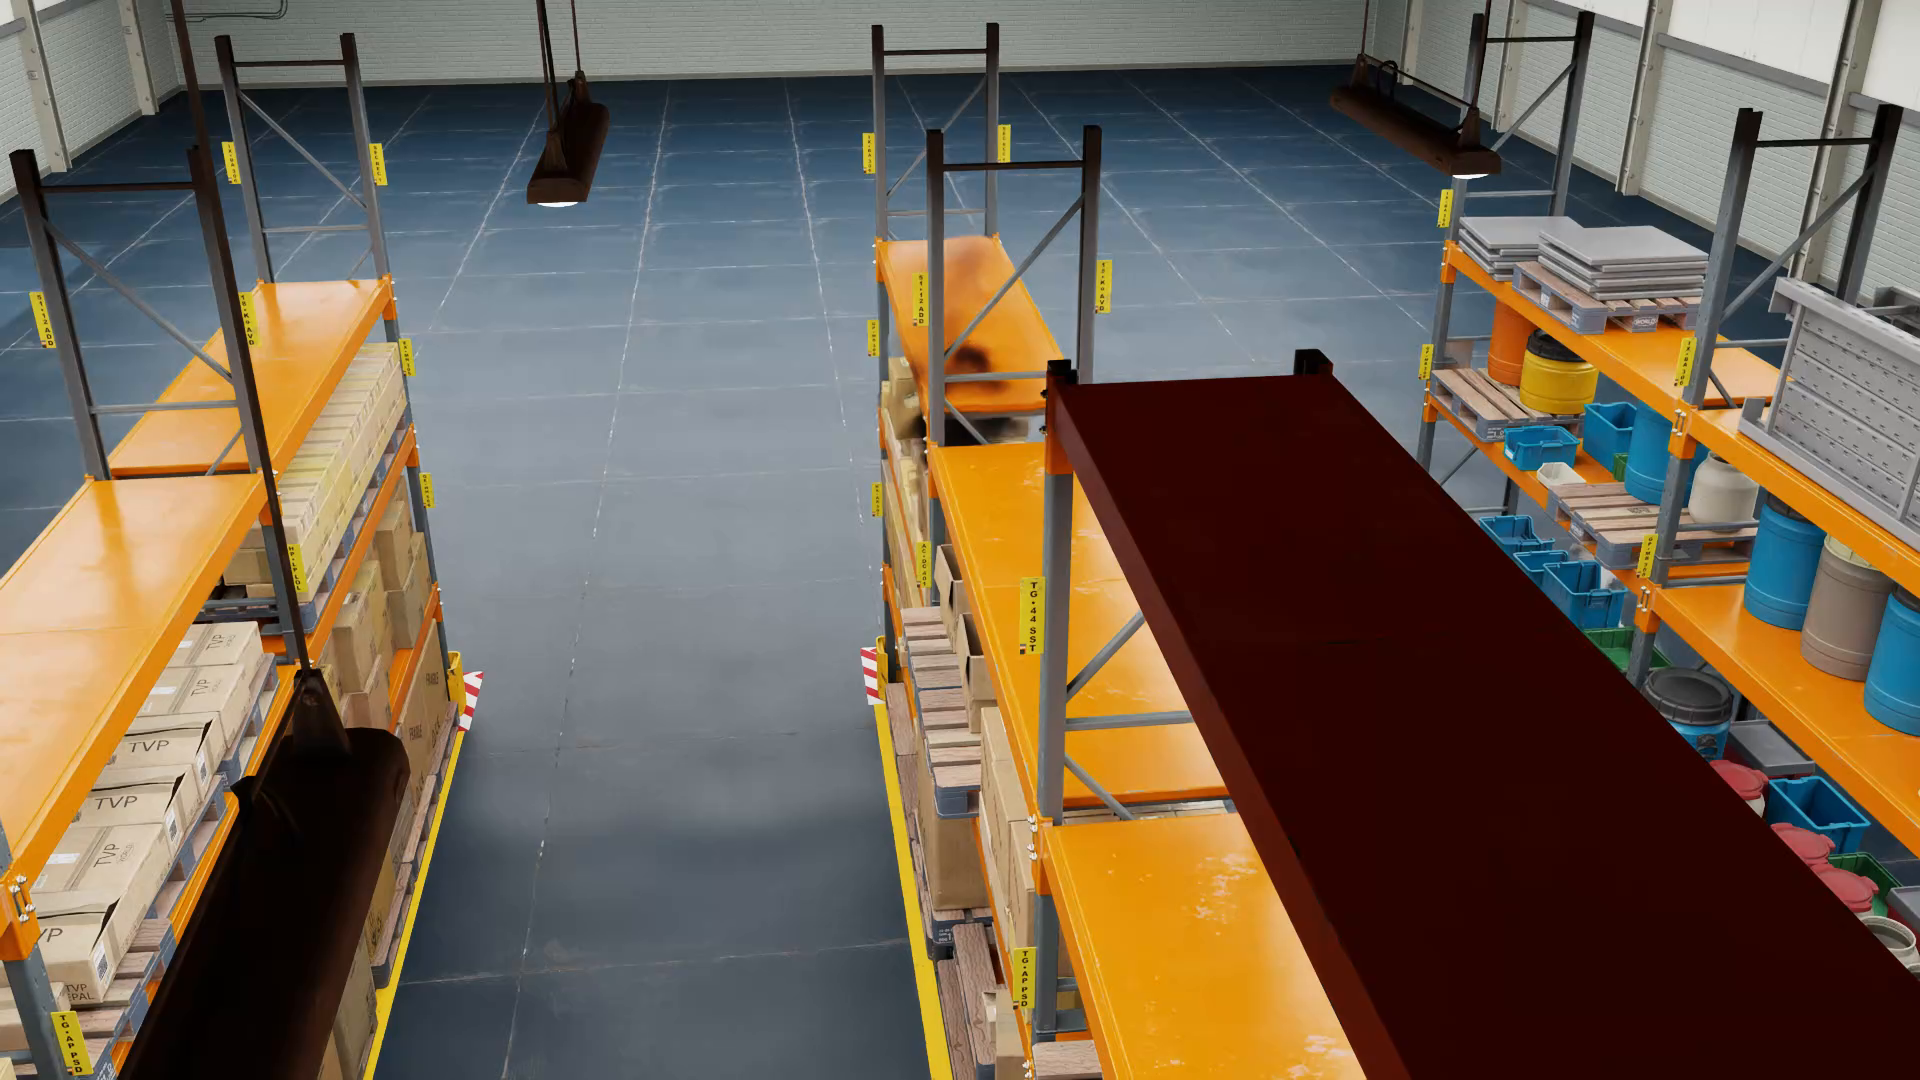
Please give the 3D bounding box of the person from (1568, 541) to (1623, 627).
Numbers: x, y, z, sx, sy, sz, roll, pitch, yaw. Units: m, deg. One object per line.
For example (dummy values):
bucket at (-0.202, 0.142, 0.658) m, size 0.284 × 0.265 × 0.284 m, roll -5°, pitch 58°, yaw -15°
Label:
person at (6.175, 0.279, 16.035) m, size 0.754 × 1.687 × 0.755 m, roll -7°, pitch 26°, yaw -14°
